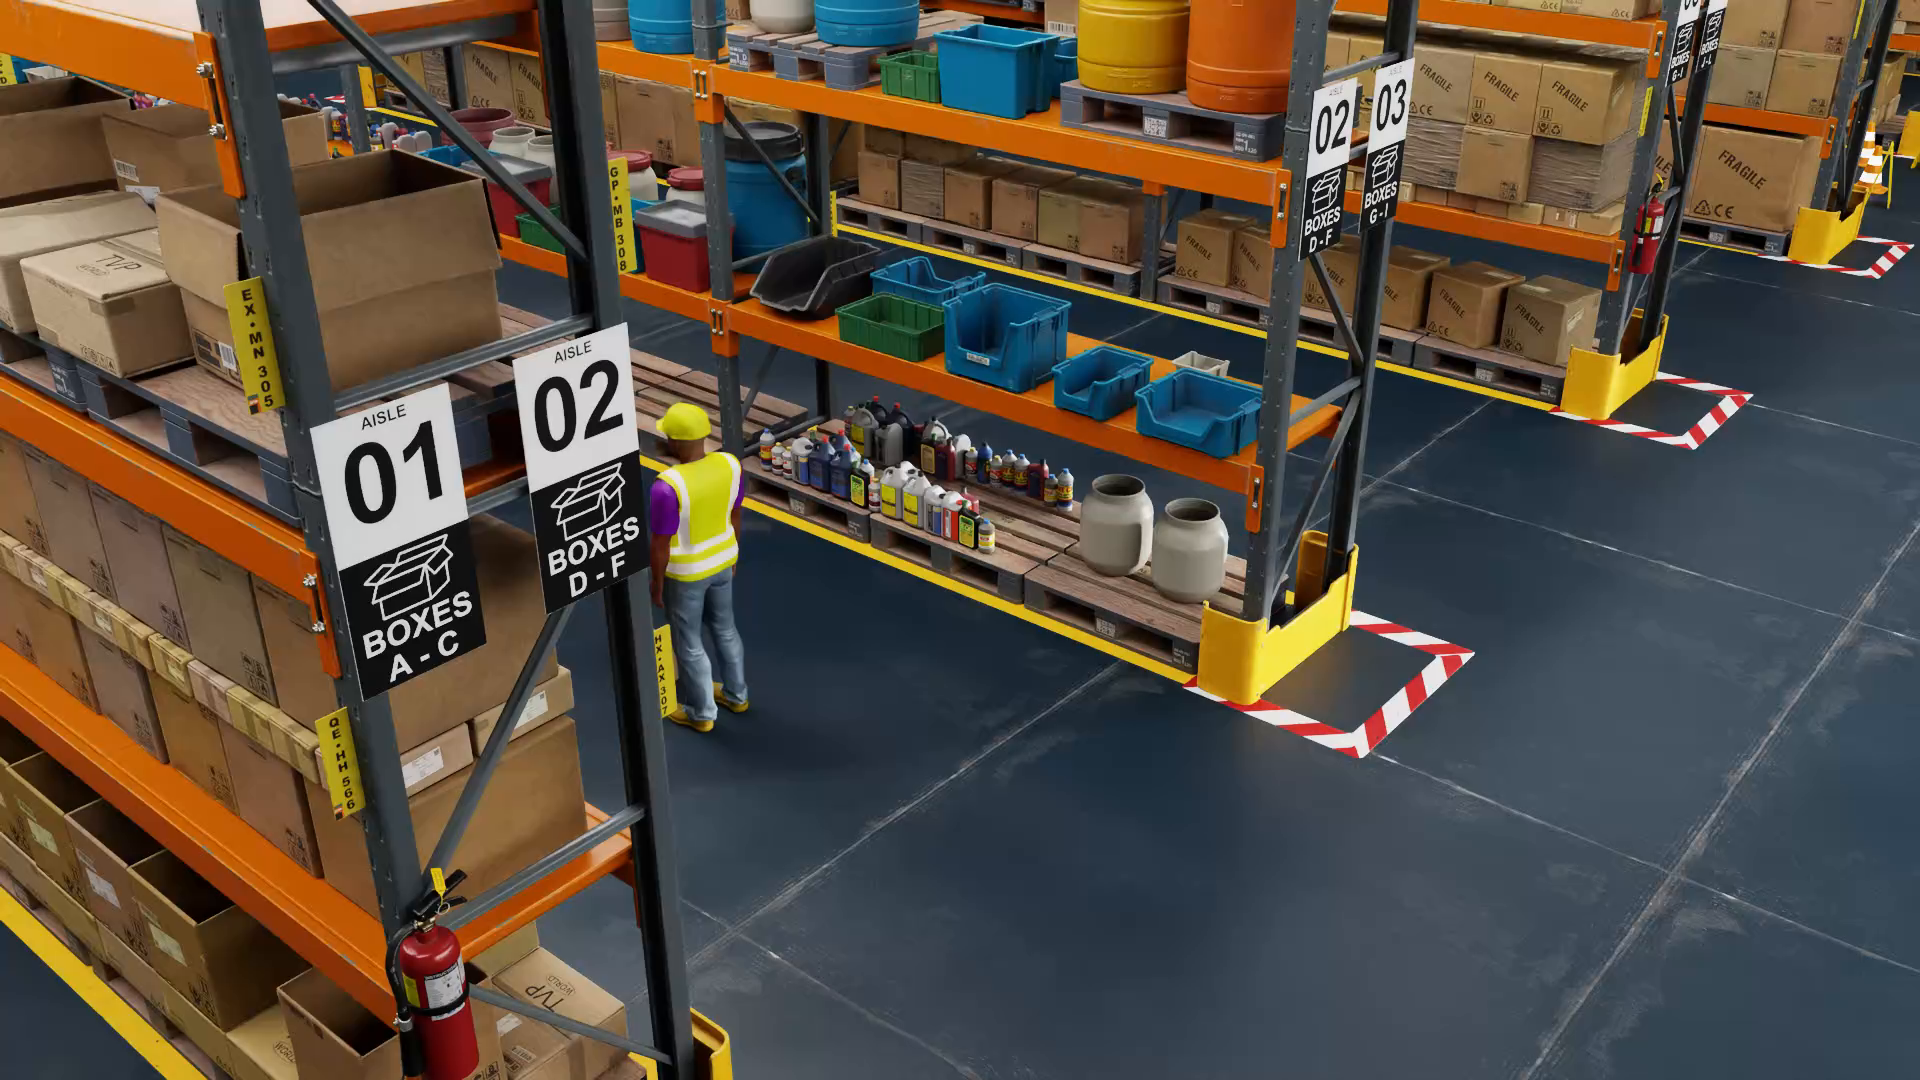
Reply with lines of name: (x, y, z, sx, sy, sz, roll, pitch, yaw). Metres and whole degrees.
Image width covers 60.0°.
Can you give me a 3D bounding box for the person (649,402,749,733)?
person: (-1.324, 0.131, 8.340, 0.358, 1.761, 0.562, 22, 35, 36)
